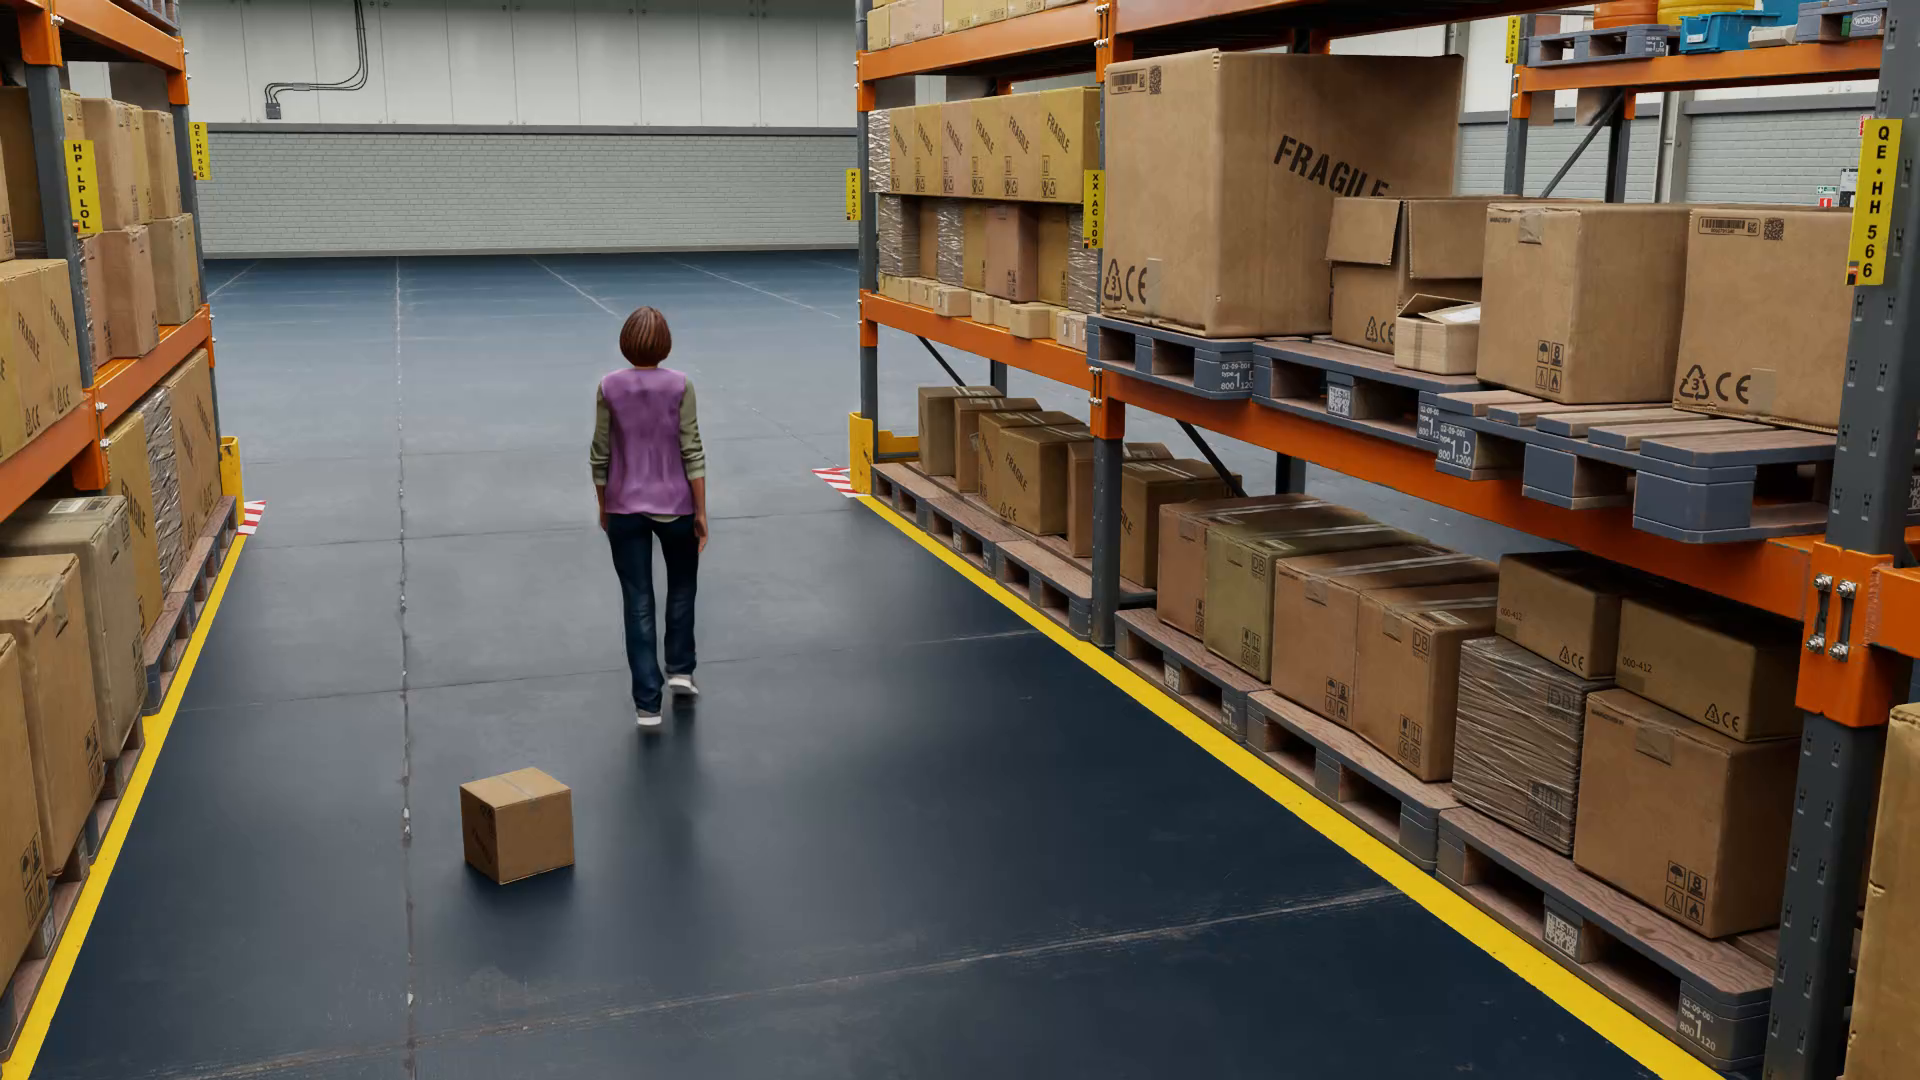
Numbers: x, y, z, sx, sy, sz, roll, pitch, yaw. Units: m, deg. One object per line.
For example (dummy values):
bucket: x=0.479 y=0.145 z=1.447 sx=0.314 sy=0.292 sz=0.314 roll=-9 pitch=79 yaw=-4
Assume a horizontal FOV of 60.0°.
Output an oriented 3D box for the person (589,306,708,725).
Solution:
person: x=-1.193 y=-0.081 z=6.400 sx=0.439 sy=1.635 sz=0.680 roll=-2 pitch=13 yaw=-9
